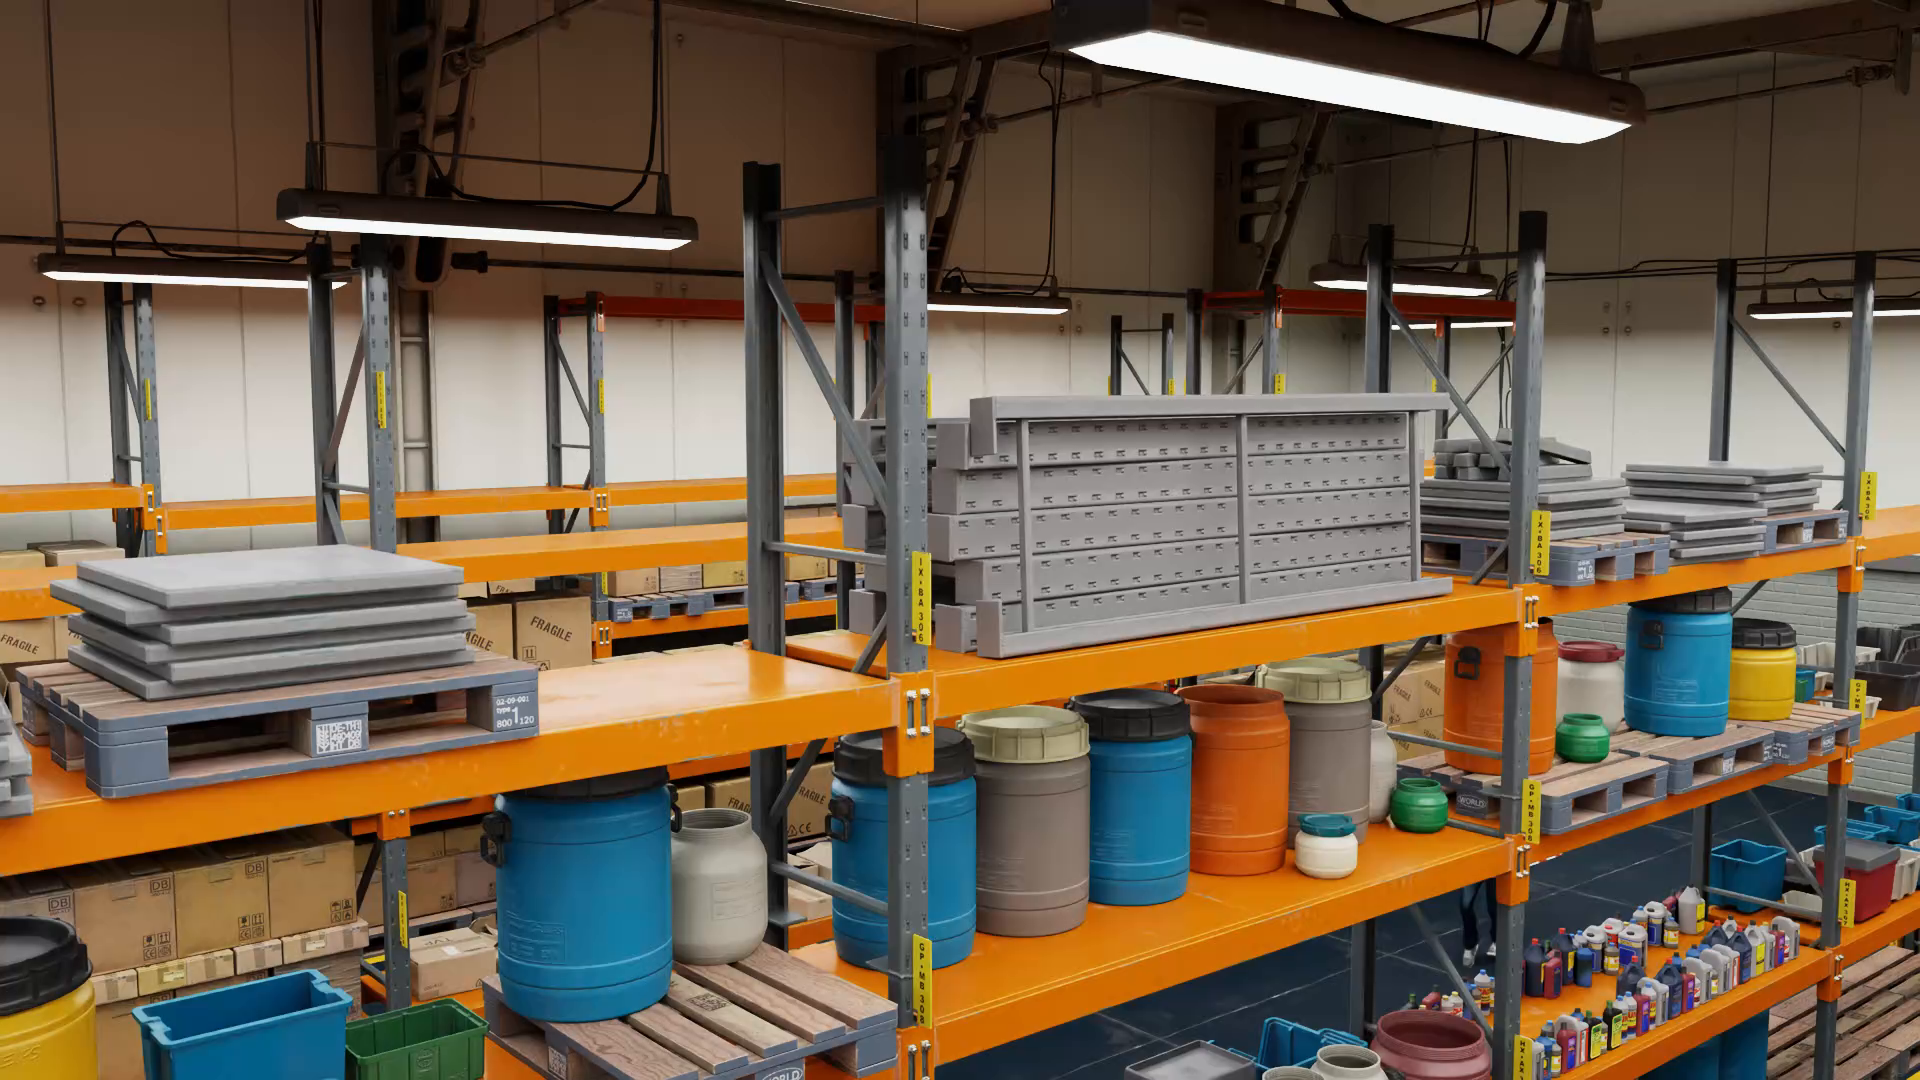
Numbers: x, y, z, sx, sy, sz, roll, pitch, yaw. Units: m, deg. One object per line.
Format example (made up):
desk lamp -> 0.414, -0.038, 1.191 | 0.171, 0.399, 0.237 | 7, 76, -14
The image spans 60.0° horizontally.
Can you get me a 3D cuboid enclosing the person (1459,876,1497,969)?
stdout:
person -> 4.621, 2.961, 14.667 | 0.506, 1.631, 0.695 | 4, 7, 36
